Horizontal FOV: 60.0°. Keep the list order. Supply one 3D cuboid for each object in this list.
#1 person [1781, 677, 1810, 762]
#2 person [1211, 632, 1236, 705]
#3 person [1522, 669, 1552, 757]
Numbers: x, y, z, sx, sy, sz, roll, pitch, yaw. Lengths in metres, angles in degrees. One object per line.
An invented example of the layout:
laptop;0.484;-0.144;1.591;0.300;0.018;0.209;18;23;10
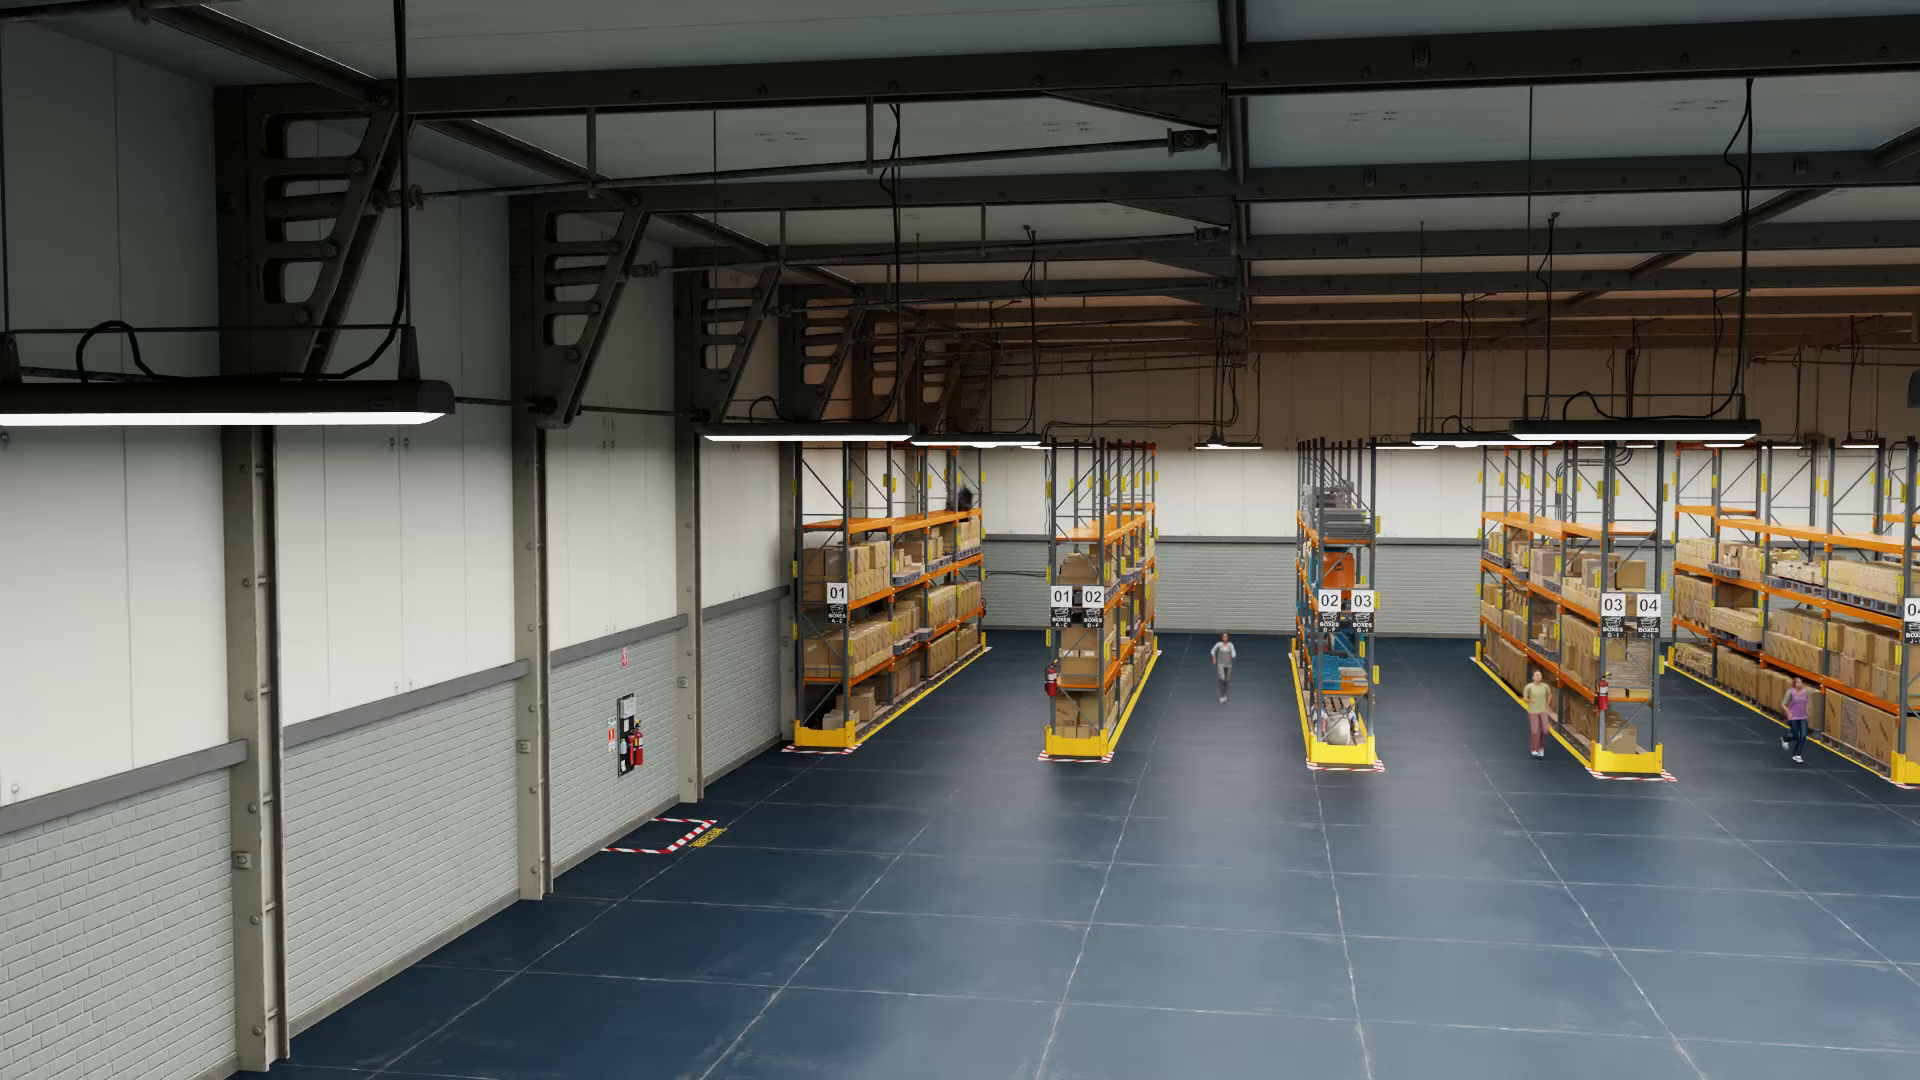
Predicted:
person;15.537;3.315;30.918;0.537;1.561;0.589;0;3;-1
person;6.018;2.917;37.884;0.503;1.644;0.710;0;3;-4
person;10.819;3.248;31.105;0.564;1.641;0.583;0;3;7
